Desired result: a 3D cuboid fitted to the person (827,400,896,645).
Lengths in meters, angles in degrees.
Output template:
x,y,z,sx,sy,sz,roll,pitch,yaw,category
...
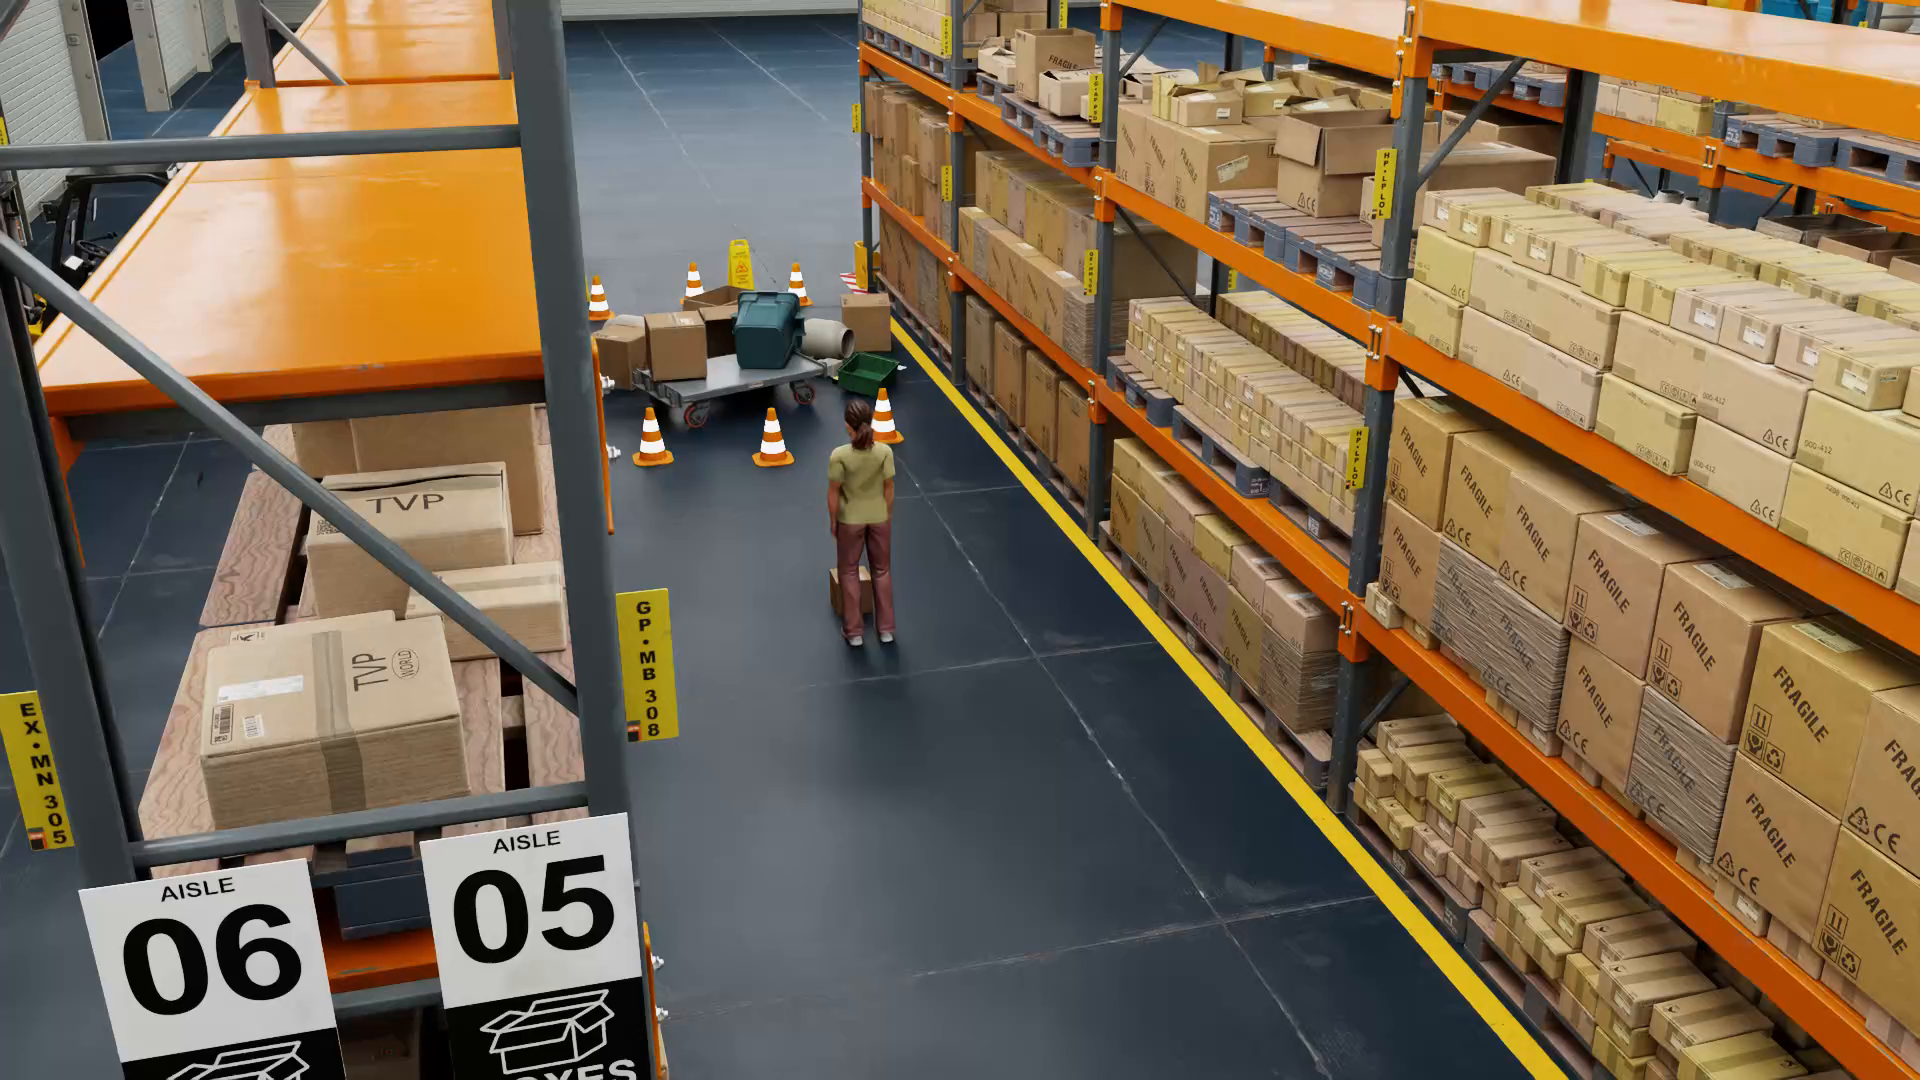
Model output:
x,y,z,sx,sy,sz,roll,pitch,yaw,category
-0.642,-0.108,10.863,0.446,1.671,0.360,-6,24,-13,person
